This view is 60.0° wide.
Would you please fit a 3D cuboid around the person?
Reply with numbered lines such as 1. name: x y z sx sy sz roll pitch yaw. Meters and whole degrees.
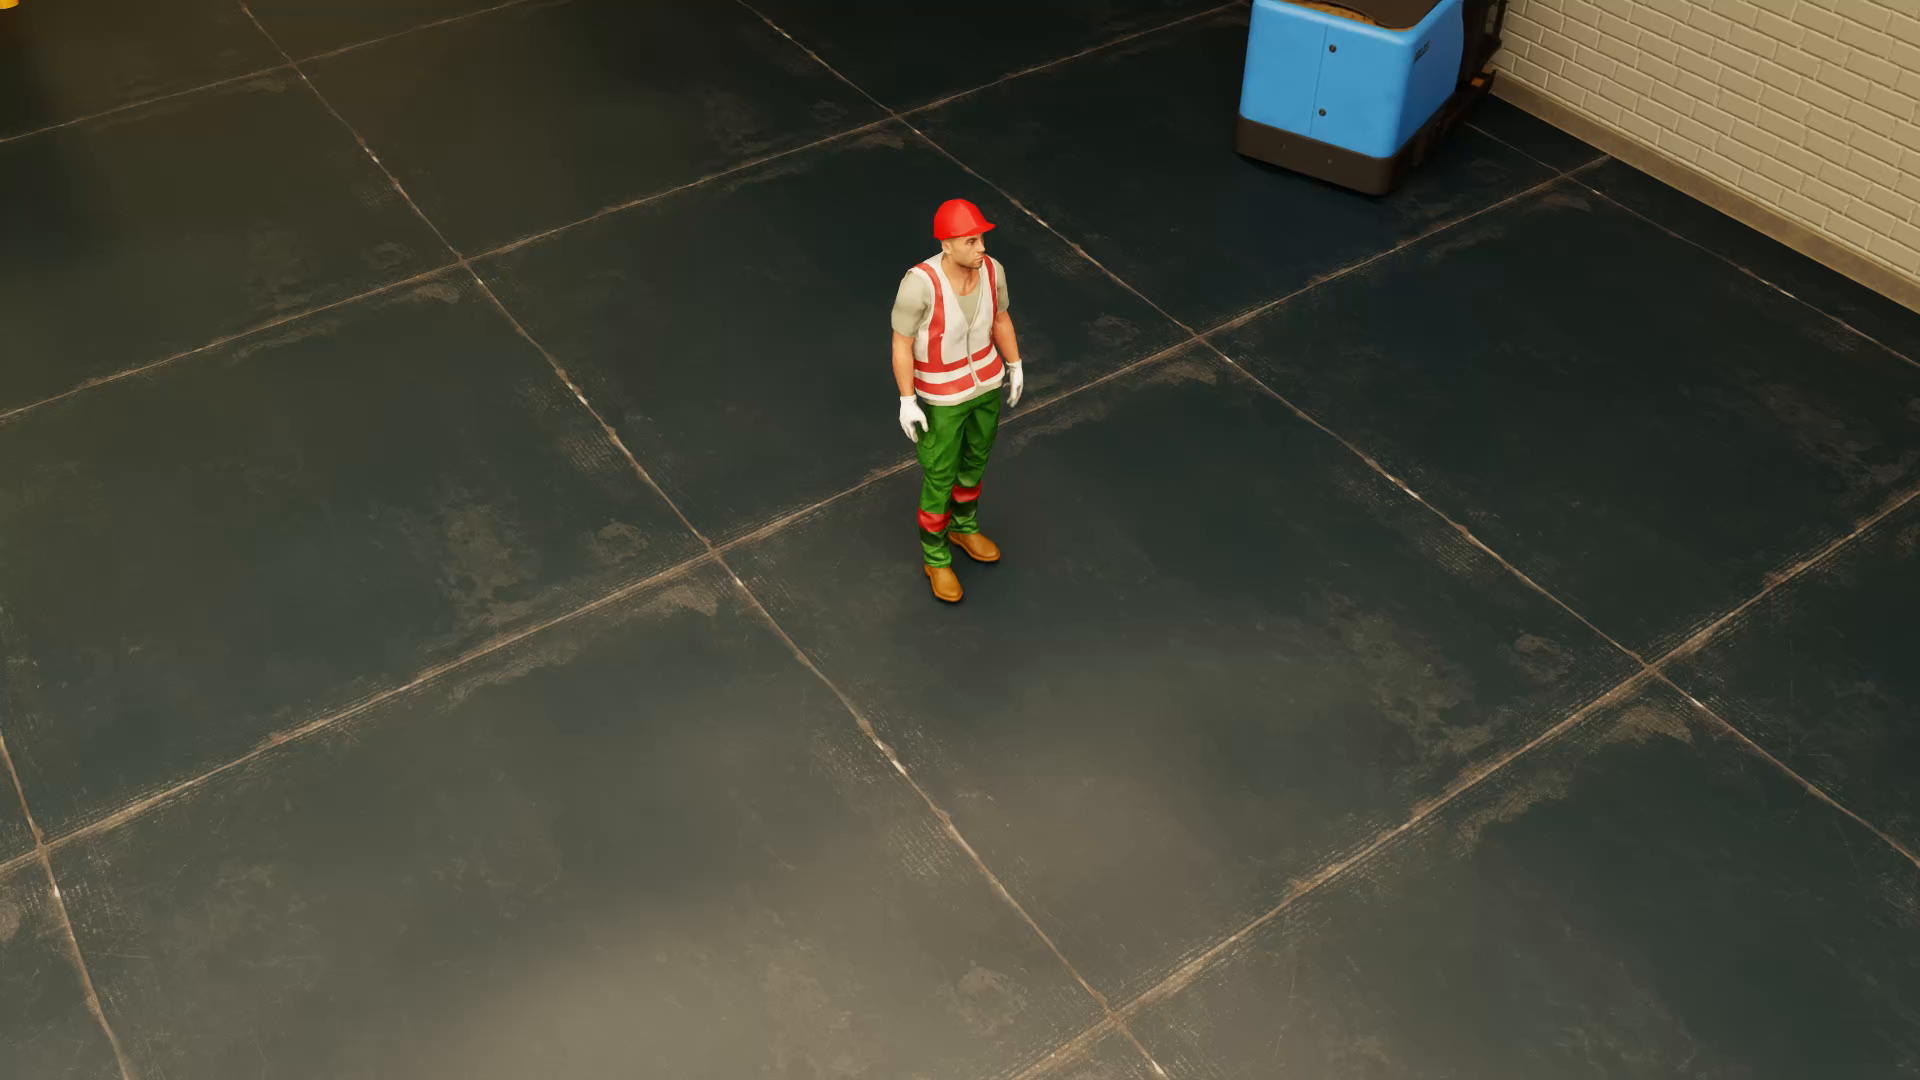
1. person: 0.036 -0.614 7.213 0.637 1.790 0.562 -25 48 -25

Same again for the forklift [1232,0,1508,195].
1. forklift: 2.949 -4.129 10.196 1.130 2.935 3.031 24 48 24
